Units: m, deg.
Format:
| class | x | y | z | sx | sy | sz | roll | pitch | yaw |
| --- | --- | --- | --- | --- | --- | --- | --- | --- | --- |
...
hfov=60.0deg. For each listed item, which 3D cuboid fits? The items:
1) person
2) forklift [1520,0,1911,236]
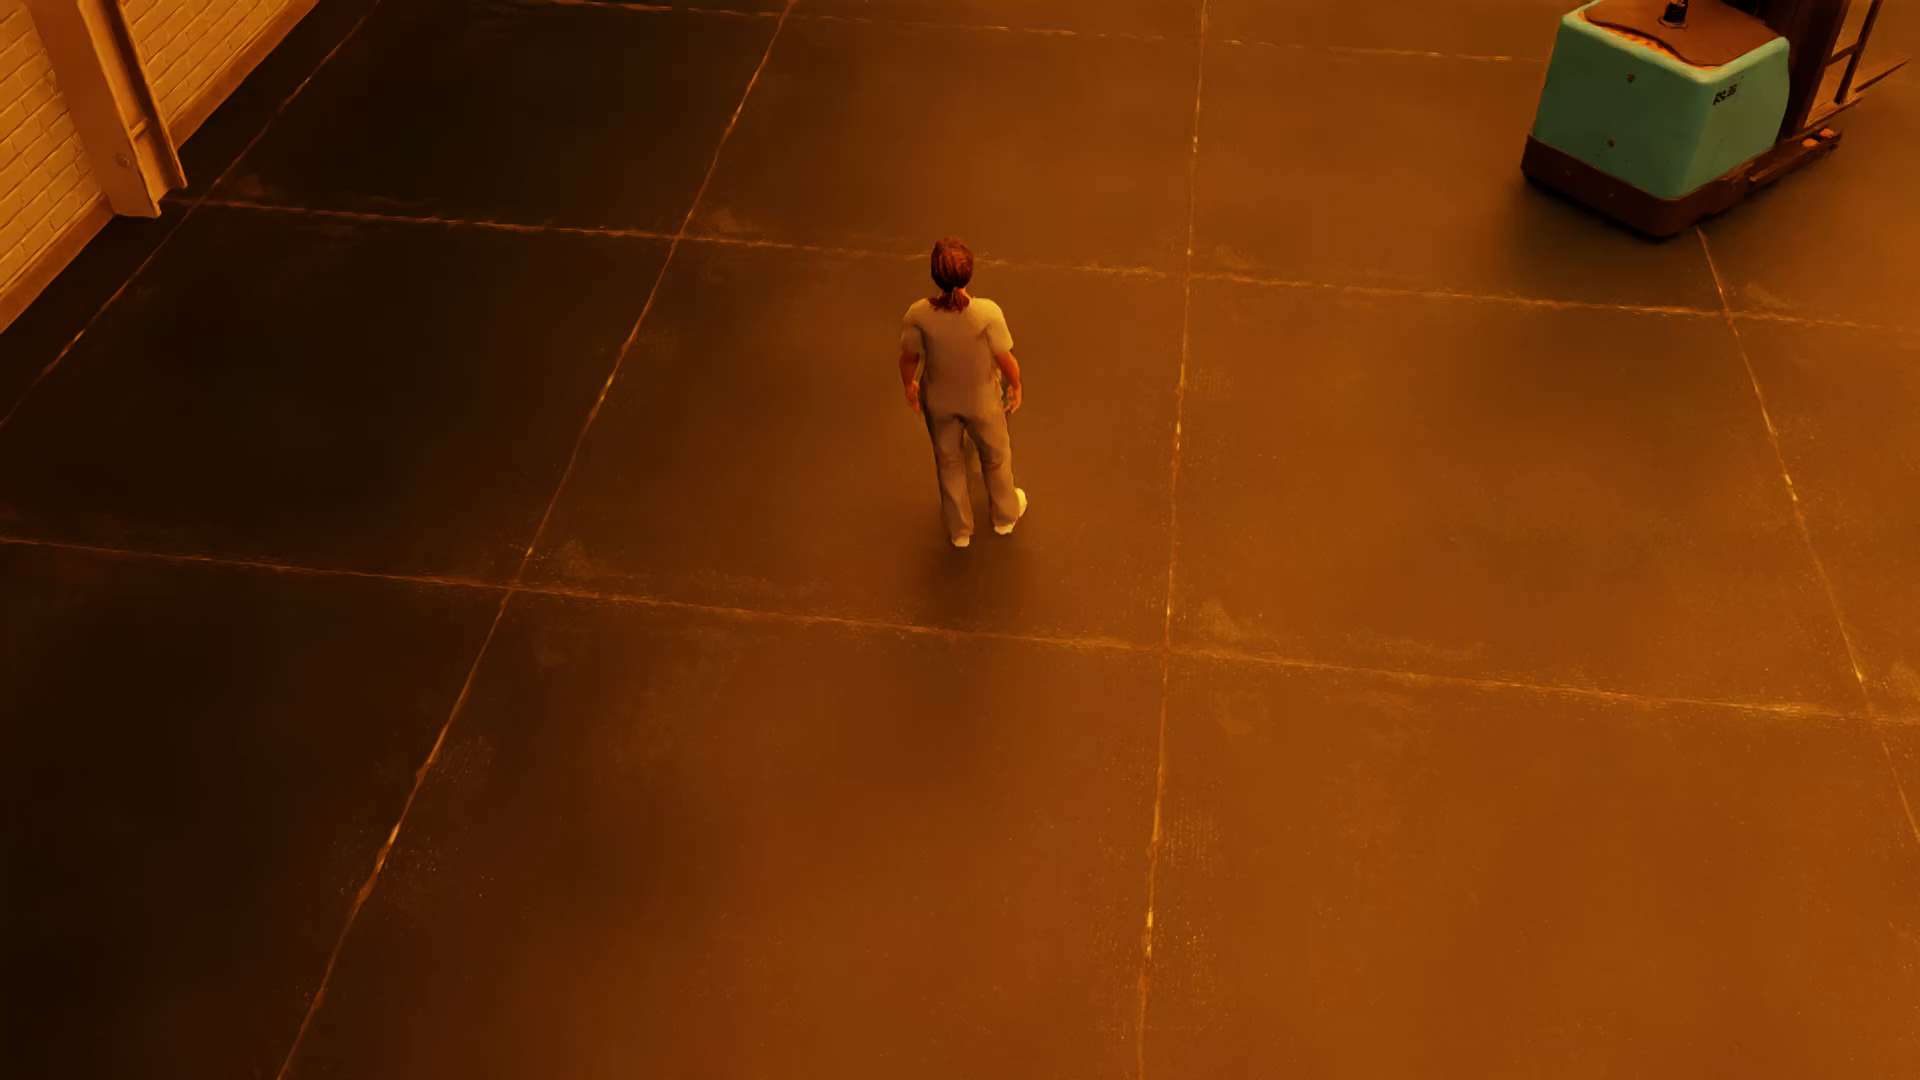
| class | x | y | z | sx | sy | sz | roll | pitch | yaw |
| --- | --- | --- | --- | --- | --- | --- | --- | --- | --- |
| person | 0.023 | -0.671 | 7.372 | 0.550 | 1.674 | 0.548 | 5 | 43 | 6 |
| forklift | 4.939 | -3.686 | 9.737 | 3.031 | 2.935 | 1.130 | -28 | 49 | -27 |
